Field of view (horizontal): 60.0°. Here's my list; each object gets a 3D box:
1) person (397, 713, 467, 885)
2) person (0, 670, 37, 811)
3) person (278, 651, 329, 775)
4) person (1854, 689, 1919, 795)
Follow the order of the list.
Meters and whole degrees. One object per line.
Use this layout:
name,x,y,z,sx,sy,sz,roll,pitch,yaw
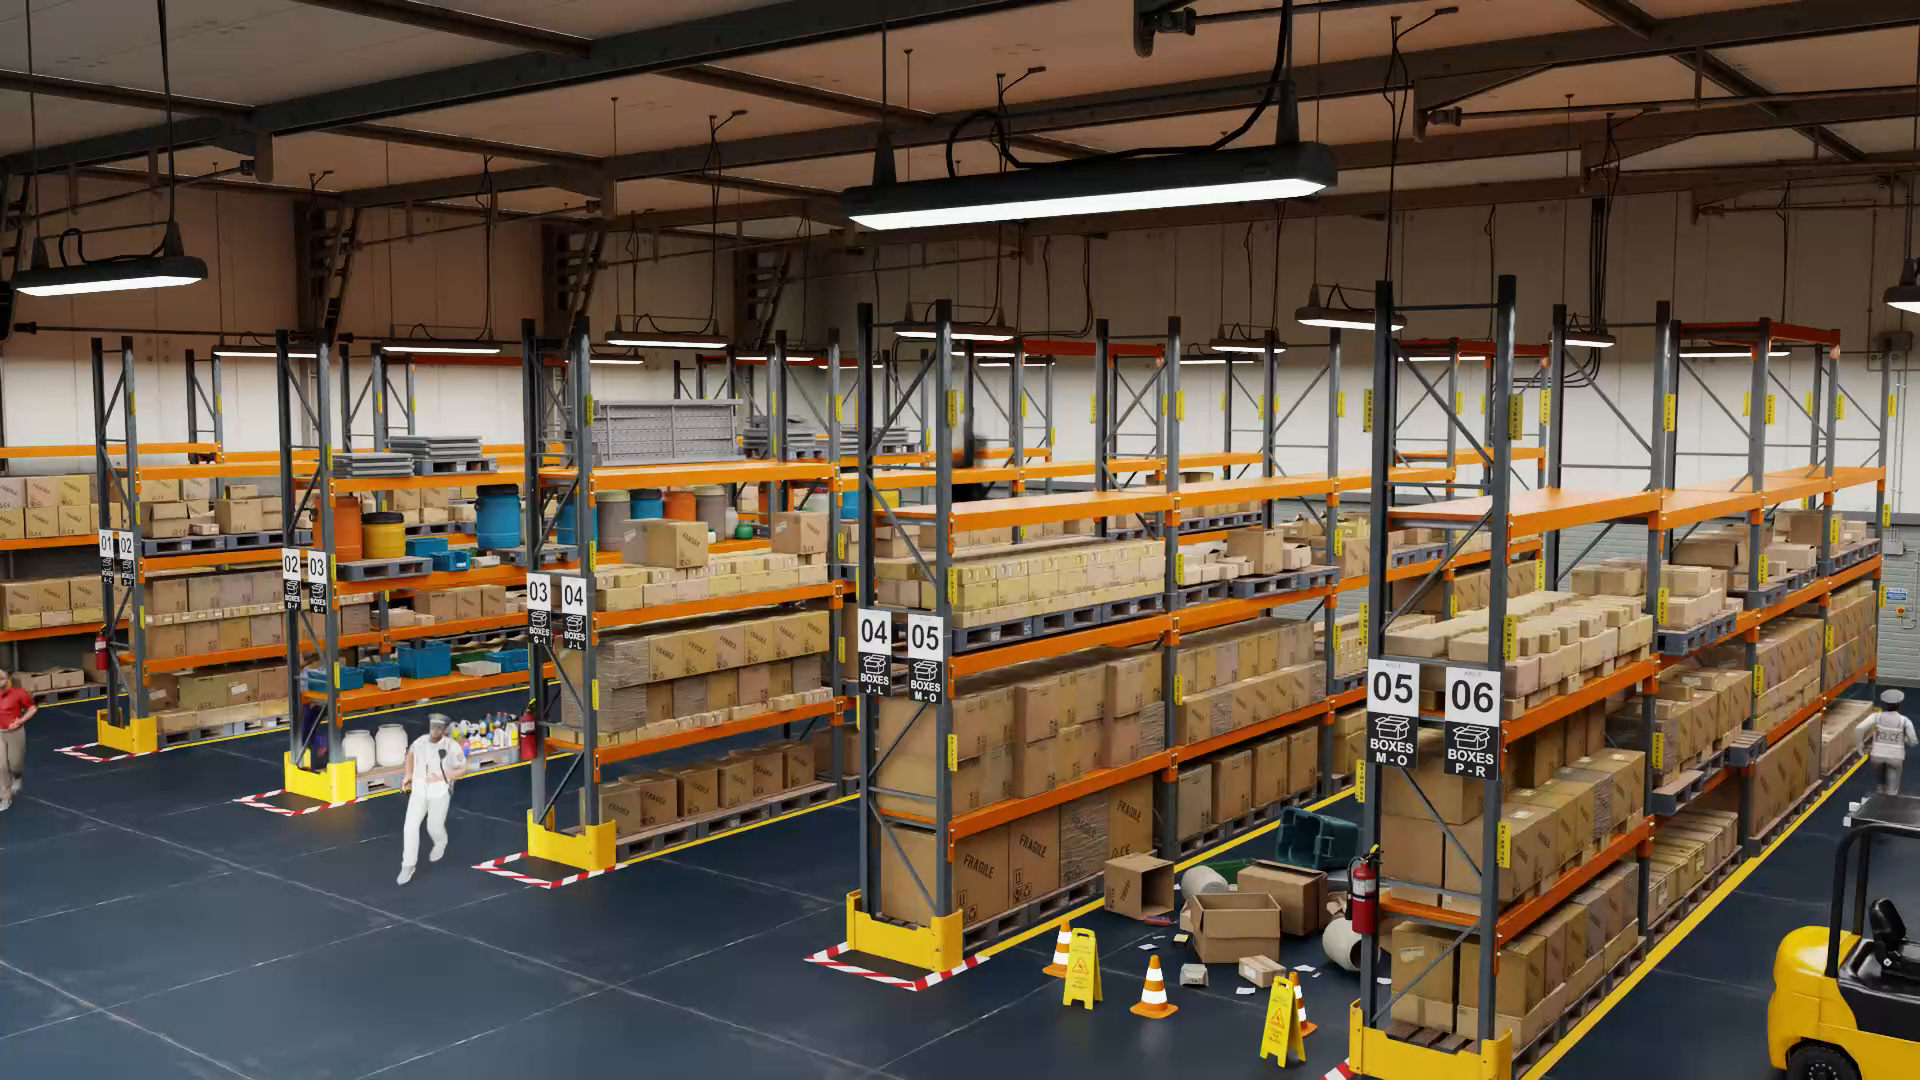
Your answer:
person,-5.678,2.734,17.957,0.702,1.770,0.916,0,5,1
person,-12.035,2.496,21.028,0.654,1.729,0.813,-2,5,-18
person,-9.055,2.353,22.970,0.572,1.645,0.891,2,6,26
person,10.861,2.627,19.529,0.622,1.740,0.879,5,7,43
